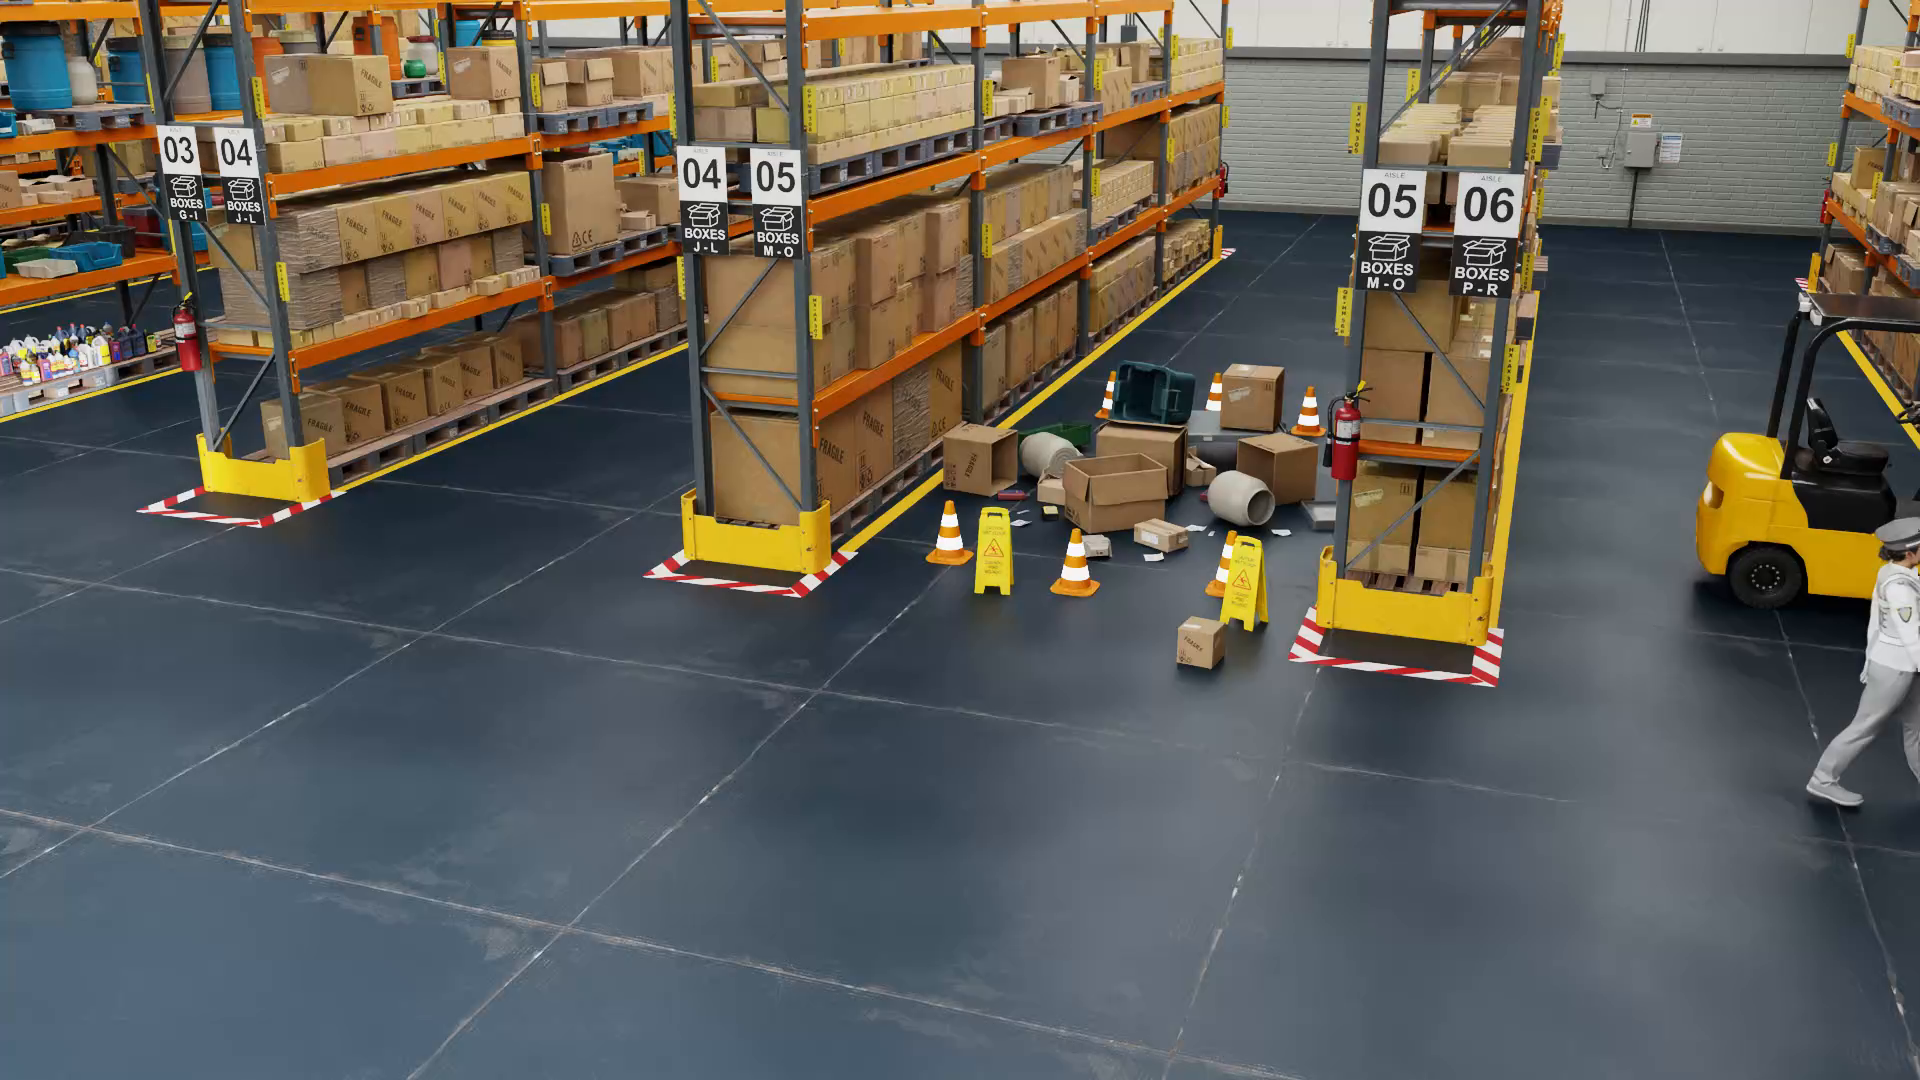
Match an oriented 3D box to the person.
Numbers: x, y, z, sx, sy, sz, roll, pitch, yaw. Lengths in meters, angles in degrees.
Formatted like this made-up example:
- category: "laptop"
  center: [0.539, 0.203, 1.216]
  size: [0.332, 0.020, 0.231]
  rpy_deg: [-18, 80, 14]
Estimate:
- category: "person"
  center: [5.160, 0.691, 8.950]
  size: [0.850, 1.656, 0.490]
  rpy_deg: [10, 21, 26]
